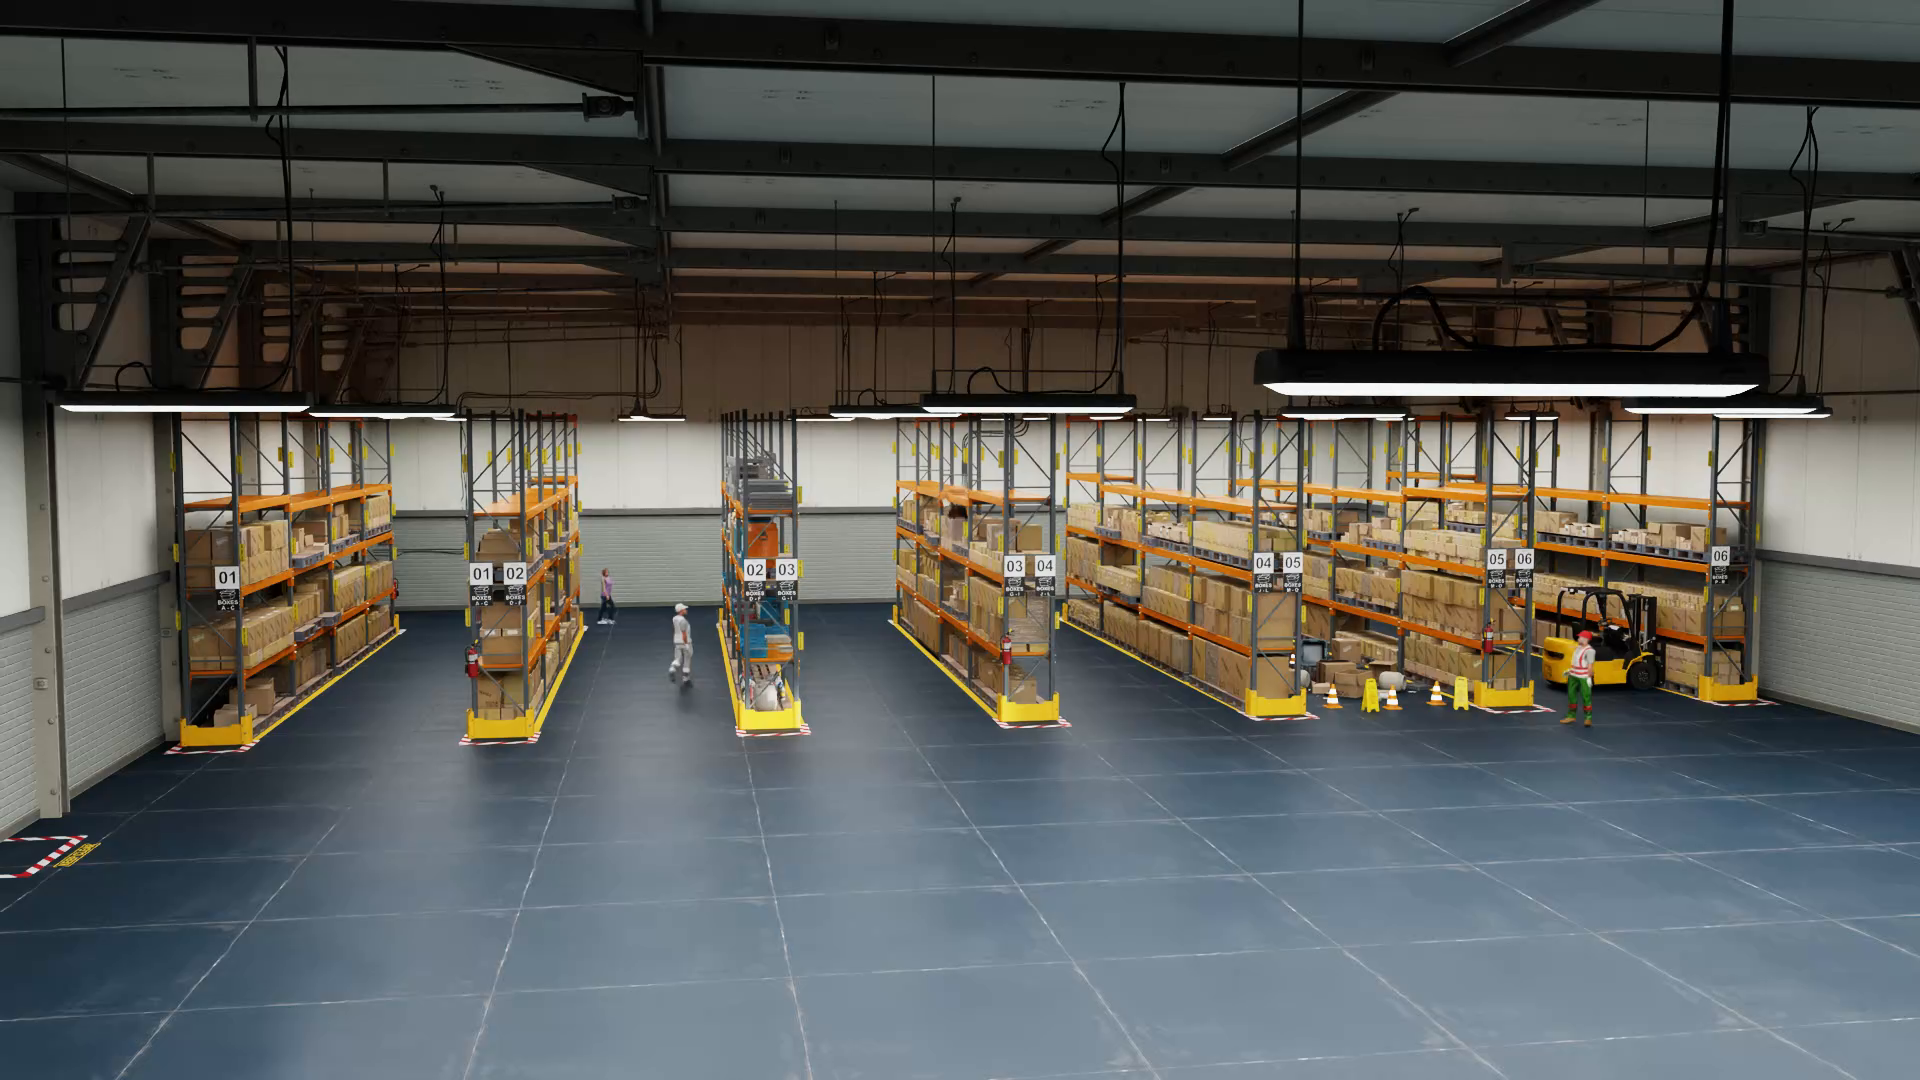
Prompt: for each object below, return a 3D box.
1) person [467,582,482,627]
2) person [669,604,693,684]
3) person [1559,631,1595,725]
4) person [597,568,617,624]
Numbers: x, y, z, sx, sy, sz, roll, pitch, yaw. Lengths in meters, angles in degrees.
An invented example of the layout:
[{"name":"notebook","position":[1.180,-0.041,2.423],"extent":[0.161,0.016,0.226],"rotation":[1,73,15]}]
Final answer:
[{"name":"person","position":[-13.687,1.640,47.198],"extent":[0.571,1.683,0.889],"rotation":[-1,4,-13]},{"name":"person","position":[-6.129,2.281,36.494],"extent":[0.504,1.777,0.724],"rotation":[2,4,24]},{"name":"person","position":[11.751,2.608,31.646],"extent":[0.431,1.800,0.741],"rotation":[-2,4,-25]},{"name":"person","position":[-10.106,1.625,47.500],"extent":[0.553,1.632,0.485],"rotation":[0,4,-2]}]
